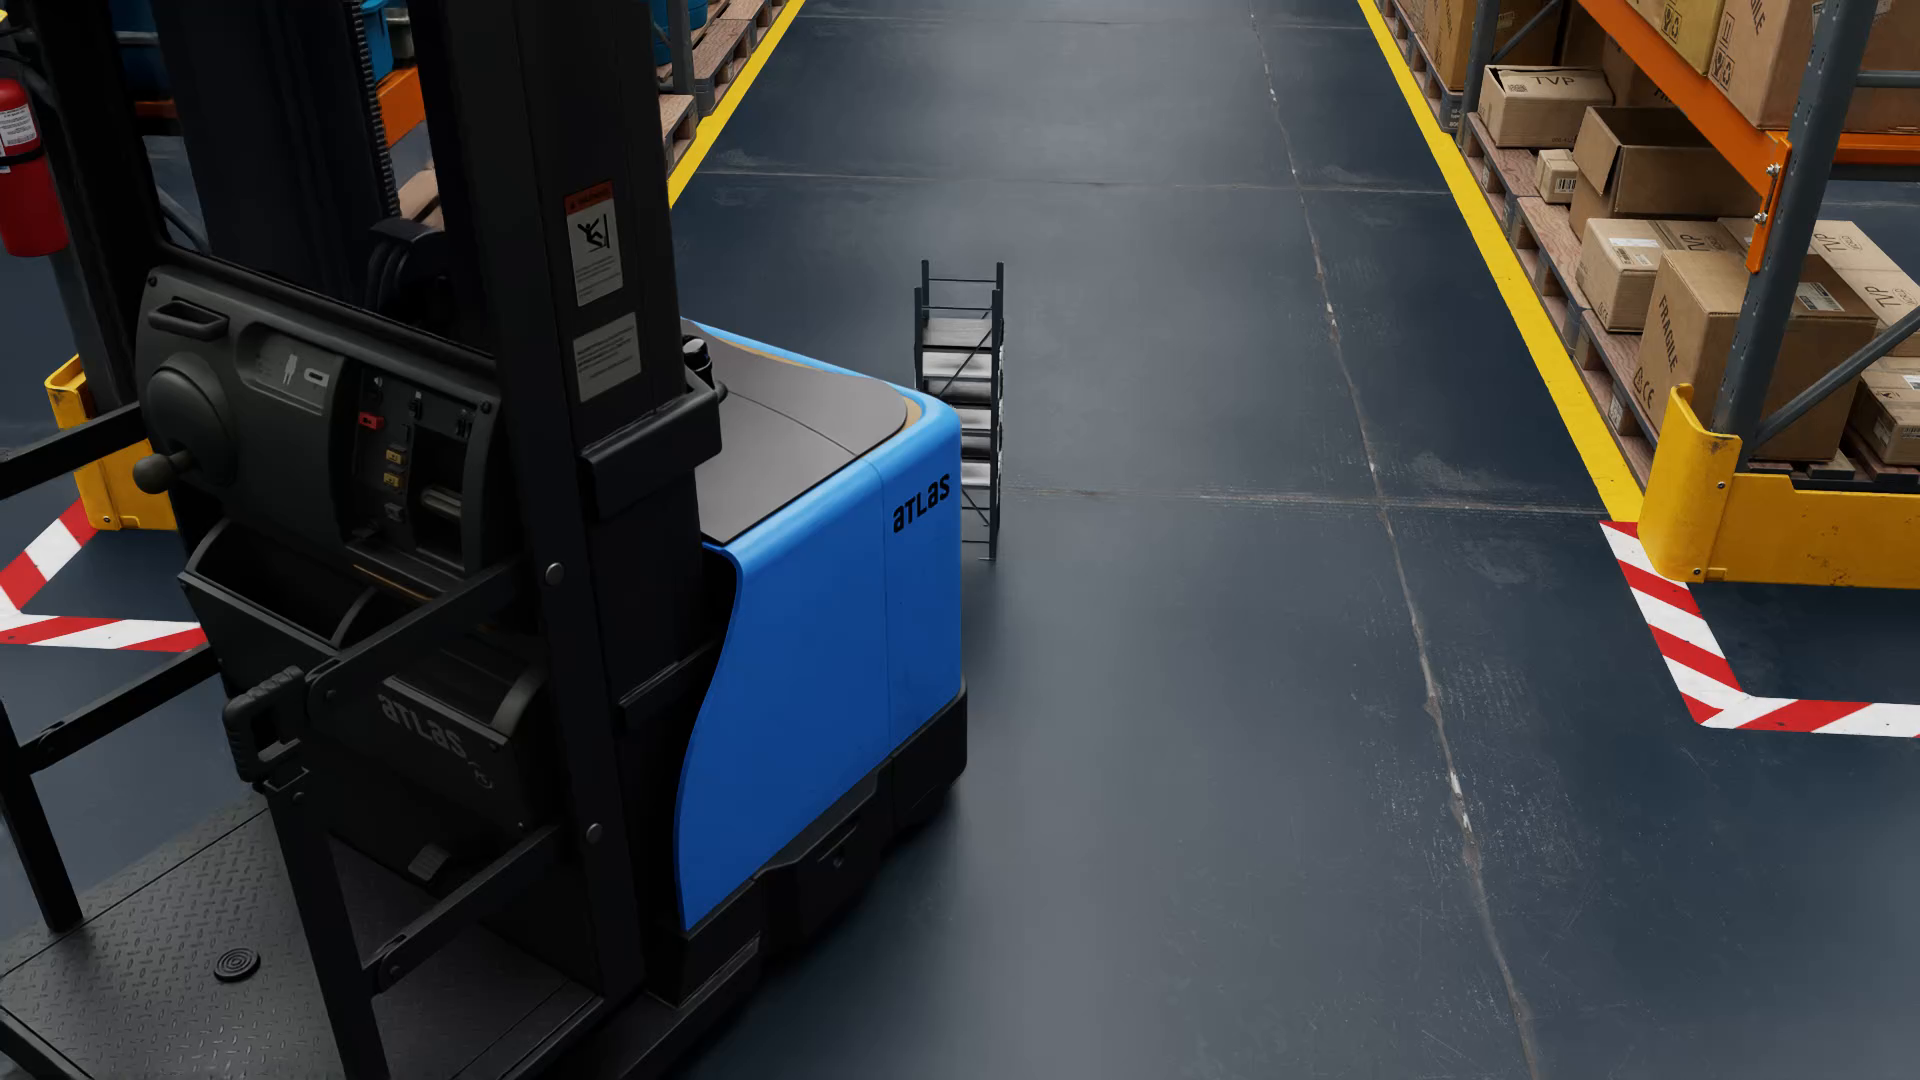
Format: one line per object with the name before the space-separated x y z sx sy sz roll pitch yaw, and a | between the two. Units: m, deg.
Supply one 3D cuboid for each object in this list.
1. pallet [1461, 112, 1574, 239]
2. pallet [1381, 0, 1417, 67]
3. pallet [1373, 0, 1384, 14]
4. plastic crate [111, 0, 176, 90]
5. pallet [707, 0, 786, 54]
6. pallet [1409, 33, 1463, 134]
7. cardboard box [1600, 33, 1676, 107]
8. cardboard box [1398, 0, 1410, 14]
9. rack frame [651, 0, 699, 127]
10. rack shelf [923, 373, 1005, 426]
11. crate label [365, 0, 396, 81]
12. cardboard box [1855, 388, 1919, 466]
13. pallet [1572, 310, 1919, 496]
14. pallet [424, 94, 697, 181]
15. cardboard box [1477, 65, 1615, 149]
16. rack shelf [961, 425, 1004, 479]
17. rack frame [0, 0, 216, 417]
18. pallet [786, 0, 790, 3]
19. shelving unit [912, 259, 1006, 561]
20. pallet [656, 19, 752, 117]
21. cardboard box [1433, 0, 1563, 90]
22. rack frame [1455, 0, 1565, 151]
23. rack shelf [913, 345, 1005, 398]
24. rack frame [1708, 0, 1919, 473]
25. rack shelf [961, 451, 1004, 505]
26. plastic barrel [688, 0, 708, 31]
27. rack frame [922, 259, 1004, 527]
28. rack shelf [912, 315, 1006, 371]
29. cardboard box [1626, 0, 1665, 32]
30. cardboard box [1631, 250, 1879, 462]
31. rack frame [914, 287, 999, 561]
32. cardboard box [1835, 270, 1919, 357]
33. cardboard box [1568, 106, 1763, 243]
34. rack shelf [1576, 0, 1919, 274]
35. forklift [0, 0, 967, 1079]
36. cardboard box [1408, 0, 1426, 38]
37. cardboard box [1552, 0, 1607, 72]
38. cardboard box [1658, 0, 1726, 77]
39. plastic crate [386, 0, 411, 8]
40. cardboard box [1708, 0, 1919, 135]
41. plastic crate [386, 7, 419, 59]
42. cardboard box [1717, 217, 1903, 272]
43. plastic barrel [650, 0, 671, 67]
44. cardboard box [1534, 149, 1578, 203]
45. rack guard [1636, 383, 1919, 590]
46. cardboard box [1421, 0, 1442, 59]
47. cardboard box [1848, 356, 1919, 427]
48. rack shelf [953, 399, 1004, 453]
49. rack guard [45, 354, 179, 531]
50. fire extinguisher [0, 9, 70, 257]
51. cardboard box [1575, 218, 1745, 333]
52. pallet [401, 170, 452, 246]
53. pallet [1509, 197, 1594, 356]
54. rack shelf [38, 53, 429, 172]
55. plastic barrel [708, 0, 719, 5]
pallet | 2.987 -1.722 7.844 1.003 0.211 1.213 2 32 4
pallet | 3.169 -3.148 10.157 1.003 0.211 1.213 2 32 4
pallet | 3.271 -3.784 11.190 1.003 0.211 1.213 2 32 4
plastic crate | -2.378 -1.614 4.919 0.616 0.435 0.499 2 32 4
pallet | -1.692 -3.336 10.463 1.003 0.211 1.213 2 32 4
pallet | 3.072 -2.508 9.119 1.003 0.211 1.213 2 32 4
cardboard box | 3.280 -2.082 7.732 0.500 0.500 0.500 2 32 4
cardboard box | 2.927 -3.448 9.950 0.500 0.500 0.500 1 32 2
rack frame | -1.893 -3.482 8.041 1.000 3.000 0.127 2 32 4
rack shelf | -0.001 -0.427 4.977 0.258 0.077 0.200 2 32 4
crate label | -1.871 -1.460 4.862 0.416 0.233 0.303 2 32 4
cardboard box | 3.094 -0.355 5.265 0.380 0.149 0.250 2 32 4
pallet | 2.788 -0.446 5.774 1.003 0.211 1.213 2 32 4
pallet | -1.914 -1.909 8.146 1.003 0.211 1.213 2 32 4
cardboard box | 2.794 -2.101 7.944 0.500 0.311 0.500 2 32 4
rack shelf | -0.001 -0.274 5.072 0.258 0.077 0.200 2 32 4
rack frame | -2.219 -1.391 4.647 1.000 3.000 0.127 2 32 4
pallet | -1.590 -3.973 11.495 1.003 0.211 1.213 2 32 4
shelving unit | -0.001 -0.379 5.007 0.258 0.900 0.210 2 32 4
pallet | -1.789 -2.697 9.425 1.003 0.211 1.213 2 32 4
cardboard box | 2.798 -2.662 8.674 0.500 0.500 0.500 2 32 4
rack frame | 3.043 -3.269 7.695 1.000 3.000 0.127 2 32 4
rack shelf | -0.001 -0.504 4.930 0.258 0.077 0.200 2 32 4
rack frame | 2.718 -1.177 4.301 1.000 3.000 0.127 2 32 4
rack shelf | -0.001 -0.197 5.119 0.258 0.077 0.200 2 32 4
plastic barrel | -1.774 -3.422 9.543 0.600 0.901 0.708 2 32 4
rack frame | 0.008 -0.432 5.093 0.240 0.900 0.006 2 32 4
rack shelf | -0.001 -0.580 4.883 0.258 0.077 0.200 2 32 4
cardboard box | 2.568 -1.998 5.537 0.500 0.500 0.500 3 32 4
cardboard box | 2.516 -0.595 5.320 0.500 0.500 0.500 2 32 4
rack frame | -0.009 -0.326 4.921 0.240 0.900 0.006 2 32 4
cardboard box | 3.085 -0.727 5.773 0.500 0.250 0.500 2 32 4
cardboard box | 2.896 -1.411 6.640 0.797 0.503 0.637 2 32 4
rack shelf | 2.881 -1.917 6.187 1.077 0.370 4.000 2 32 4
forklift | -1.232 -0.145 2.692 1.130 2.935 3.031 20 37 29
cardboard box | 2.888 -3.182 9.518 0.500 0.500 0.500 3 32 5
cardboard box | 3.326 -2.634 8.629 0.500 0.500 0.500 1 32 2
cardboard box | 2.522 -1.737 5.114 0.500 0.500 0.500 3 32 4
plastic crate | -1.817 -1.804 5.421 0.416 0.233 0.300 2 32 4
cardboard box | 2.483 -1.465 4.674 0.500 0.500 0.500 3 32 5
plastic crate | -1.762 -1.583 5.154 0.250 0.136 0.298 2 32 4
cardboard box | 3.126 -0.989 6.197 0.500 0.250 0.500 2 32 4
plastic barrel | -1.832 -3.051 8.942 0.600 0.901 0.708 2 32 4
cardboard box | 2.733 -1.587 7.247 0.380 0.166 0.250 2 32 4
rack guard | 2.724 -0.153 5.021 1.175 0.500 0.348 2 32 4
cardboard box | 2.847 -2.920 9.093 0.500 0.500 0.500 3 32 4
cardboard box | 3.115 -0.493 5.472 0.380 0.166 0.250 2 32 4
rack shelf | -0.001 -0.350 5.025 0.258 0.077 0.200 2 32 4
rack guard | -2.208 -0.313 5.282 1.175 0.500 0.348 2 32 4
fire extinguisher | -2.684 -1.139 4.669 0.296 0.674 0.183 2 32 4
cardboard box | 2.624 -0.984 6.189 0.500 0.250 0.500 2 32 4
pallet | -2.011 -1.269 7.108 1.003 0.211 1.213 2 32 4
pallet | 2.890 -1.083 6.806 1.003 0.211 1.213 2 32 4
rack shelf | -2.056 -2.130 6.533 1.077 0.370 4.000 2 32 4
plastic barrel | -1.639 -3.547 10.118 0.421 0.512 0.421 0 32 0
